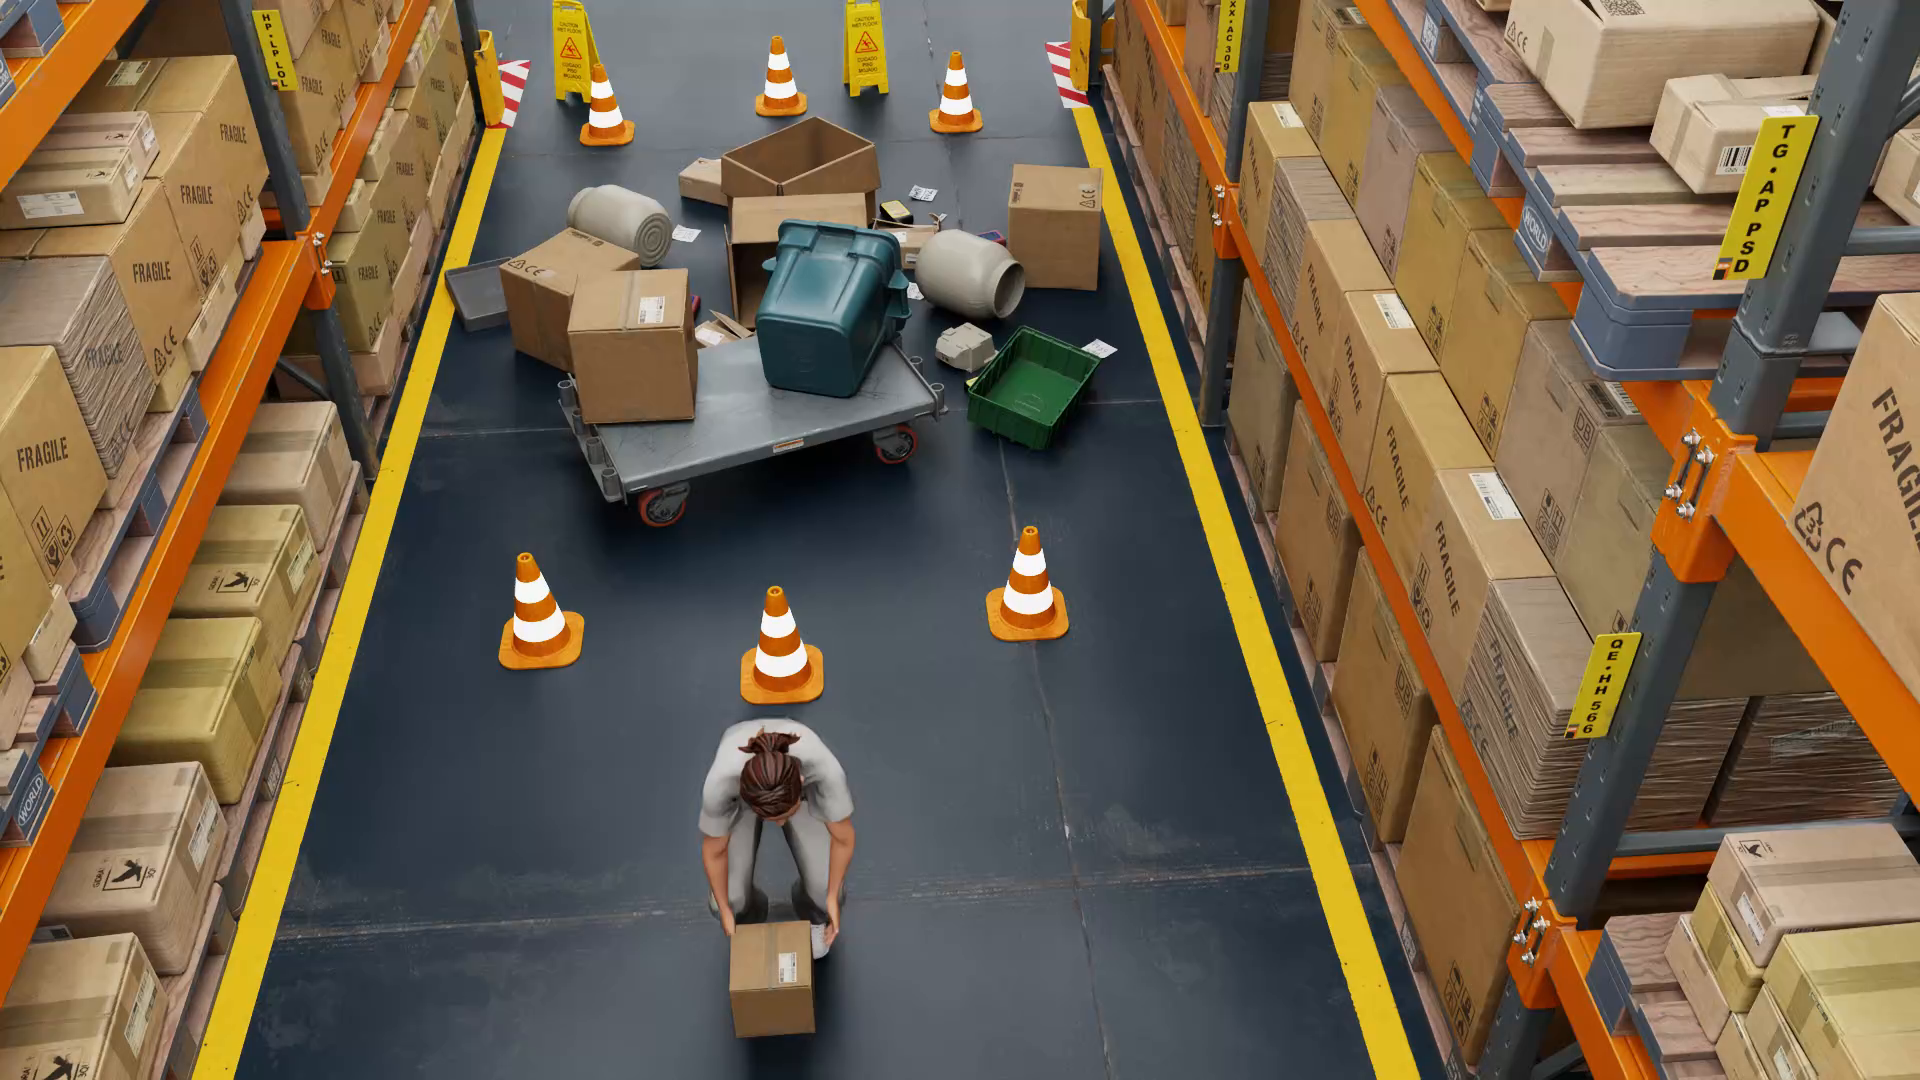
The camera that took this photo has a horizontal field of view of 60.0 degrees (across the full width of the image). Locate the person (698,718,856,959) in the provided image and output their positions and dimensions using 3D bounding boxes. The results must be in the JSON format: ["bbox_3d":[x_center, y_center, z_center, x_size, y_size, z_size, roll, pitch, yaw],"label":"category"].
[{"bbox_3d":[-0.584,0.941,5.388,0.491,1.194,0.725,-3,39,-4],"label":"person"}]
